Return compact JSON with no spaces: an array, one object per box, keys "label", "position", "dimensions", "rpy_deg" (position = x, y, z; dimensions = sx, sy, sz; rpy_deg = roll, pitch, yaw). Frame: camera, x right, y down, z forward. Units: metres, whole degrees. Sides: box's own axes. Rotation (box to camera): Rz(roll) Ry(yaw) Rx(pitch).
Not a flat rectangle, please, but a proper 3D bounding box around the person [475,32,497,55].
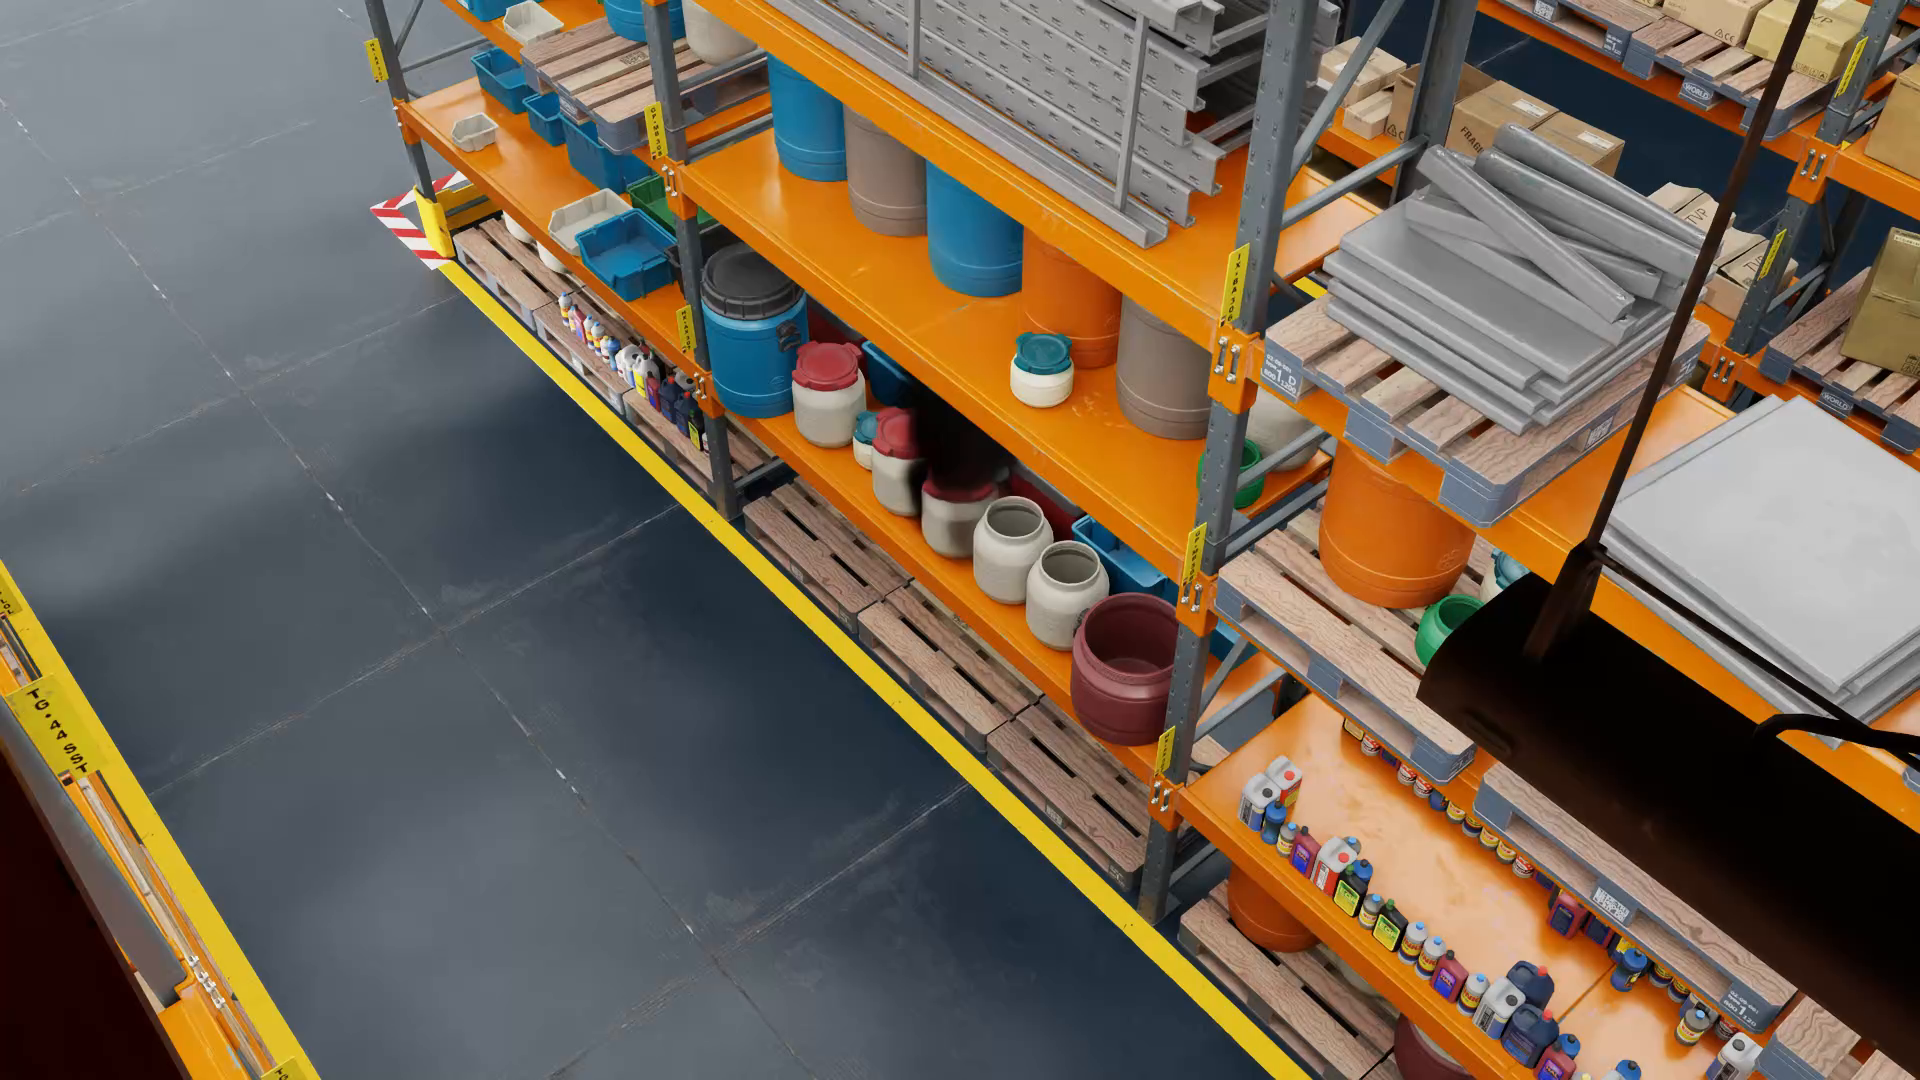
[{"label":"person","position":[-3.802,-4.306,13.854],"dimensions":[0.751,1.814,0.701],"rpy_deg":[13,48,12]}]
